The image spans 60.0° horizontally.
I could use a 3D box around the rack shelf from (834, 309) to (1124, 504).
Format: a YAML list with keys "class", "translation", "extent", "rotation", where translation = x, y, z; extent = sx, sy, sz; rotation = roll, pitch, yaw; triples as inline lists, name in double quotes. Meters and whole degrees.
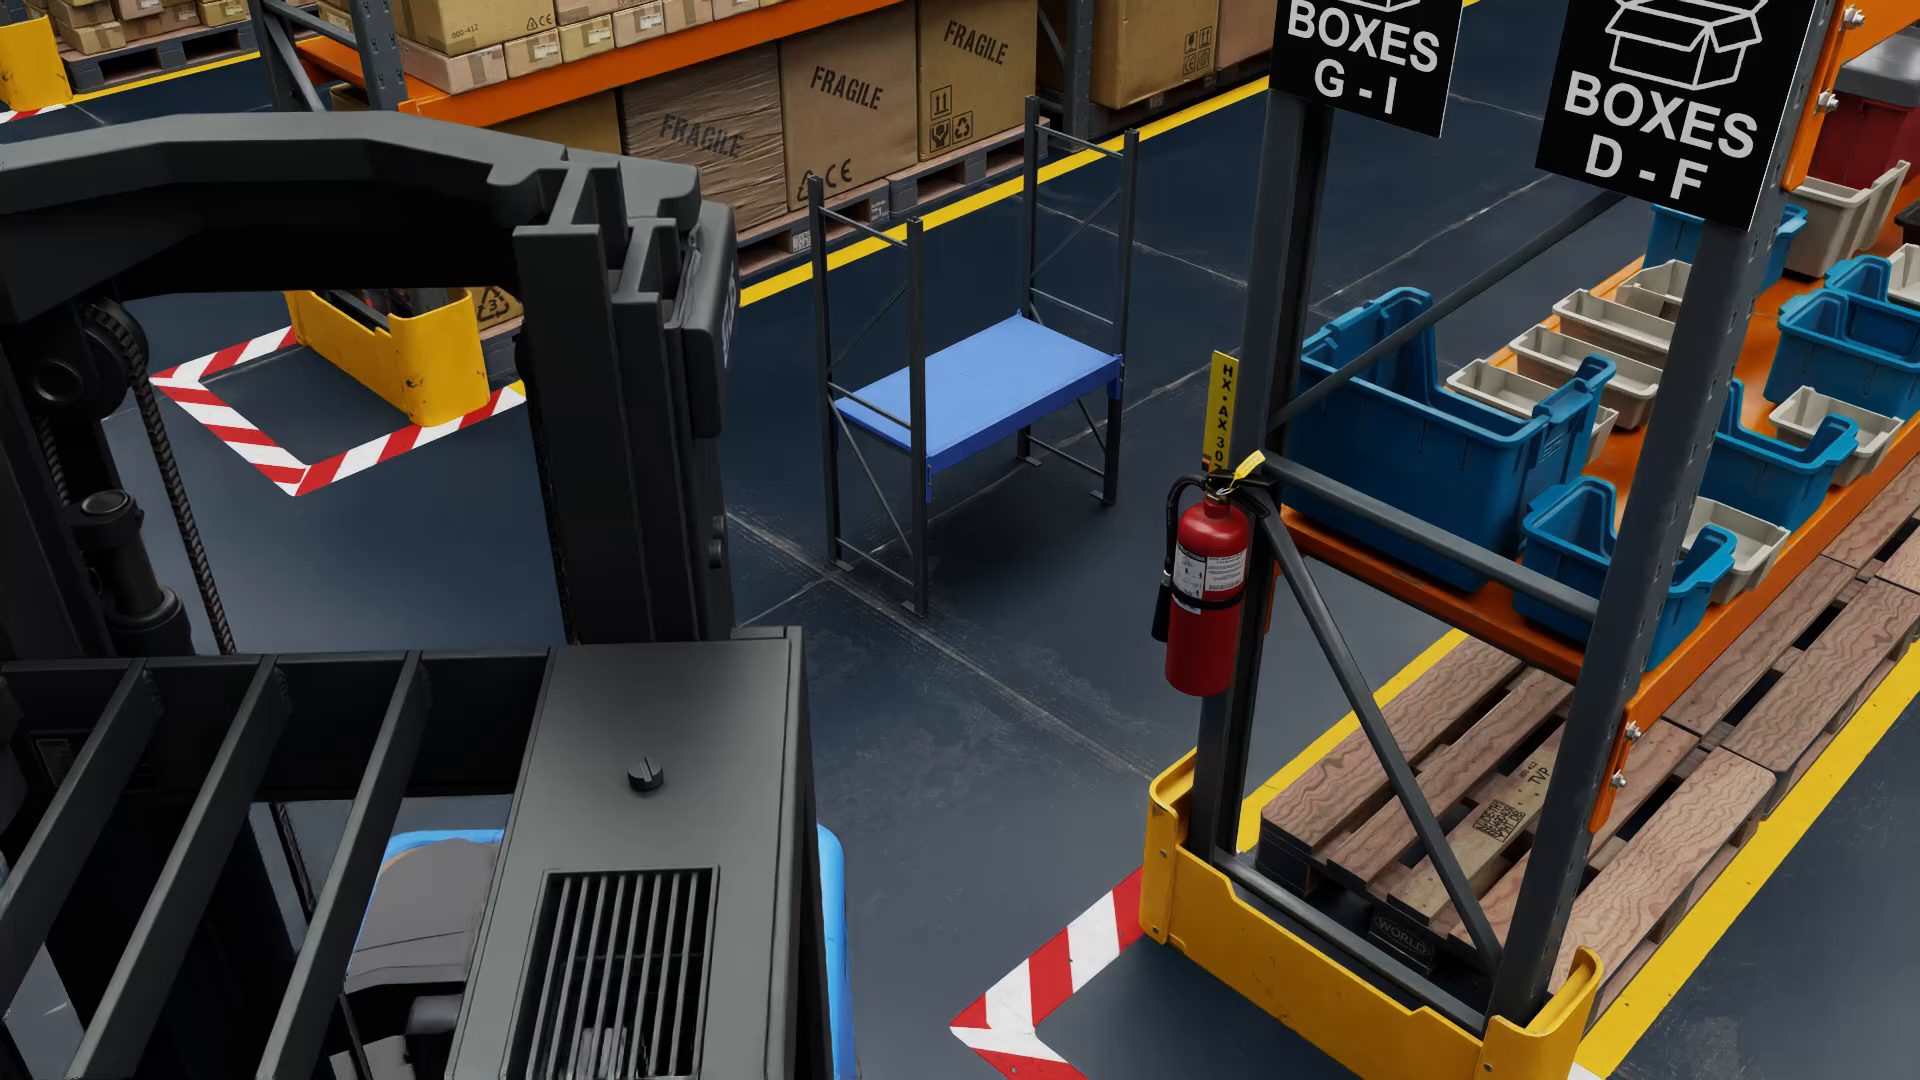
- class: "rack shelf"
  translation: [0.060, -0.502, 5.974]
  extent: [0.538, 0.185, 1.000]
  rotation: [30, 45, 35]

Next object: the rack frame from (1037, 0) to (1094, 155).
- class: "rack frame"
  translation: [0.324, -3.621, 8.820]
  extent: [1.000, 3.000, 0.127]
  rotation: [30, 45, 35]

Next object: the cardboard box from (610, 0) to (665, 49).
- class: "cardboard box"
  translation: [-1.467, -2.221, 7.032]
  extent: [0.380, 0.149, 0.250]
  rotation: [29, 44, 35]

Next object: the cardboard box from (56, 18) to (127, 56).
- class: "cardboard box"
  translation: [-5.347, -3.124, 10.233]
  extent: [0.250, 0.149, 0.380]
  rotation: [-29, 44, -35]

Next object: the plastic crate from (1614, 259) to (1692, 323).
- class: "plastic crate"
  translation: [2.055, -0.684, 4.787]
  extent: [0.298, 0.136, 0.250]
  rotation: [30, 45, 35]

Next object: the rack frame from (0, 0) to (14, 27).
- class: "rack frame"
  translation: [-5.943, -4.038, 9.417]
  extent: [1.000, 3.000, 0.127]
  rotation: [30, 45, 35]

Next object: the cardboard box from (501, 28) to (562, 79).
- class: "cardboard box"
  translation: [-1.830, -2.010, 6.730]
  extent: [0.380, 0.149, 0.250]
  rotation: [29, 44, 35]

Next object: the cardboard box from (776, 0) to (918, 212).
- class: "cardboard box"
  translation: [-0.832, -2.321, 8.446]
  extent: [0.875, 0.875, 0.875]
  rotation: [30, 45, 35]

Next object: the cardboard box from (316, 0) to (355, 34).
- class: "cardboard box"
  translation: [-2.477, -2.172, 6.961]
  extent: [0.250, 0.149, 0.380]
  rotation: [-29, 44, -35]

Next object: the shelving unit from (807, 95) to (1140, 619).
- class: "shelving unit"
  translation: [0.060, -0.650, 5.871]
  extent: [0.538, 1.500, 1.048]
  rotation: [30, 45, 35]

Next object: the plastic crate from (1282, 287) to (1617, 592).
- class: "plastic crate"
  translation: [1.124, -0.252, 3.905]
  extent: [0.616, 0.435, 0.499]
  rotation: [30, 45, 35]

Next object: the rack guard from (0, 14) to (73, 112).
- class: "rack guard"
  translation: [-5.890, -3.043, 10.176]
  extent: [1.175, 0.500, 0.348]
  rotation: [30, 45, 35]

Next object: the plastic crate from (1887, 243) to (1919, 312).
- class: "plastic crate"
  translation: [2.825, -0.713, 4.829]
  extent: [0.293, 0.136, 0.466]
  rotation: [30, 45, 35]

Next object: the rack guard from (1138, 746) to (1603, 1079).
- class: "rack guard"
  translation: [1.013, 1.039, 4.323]
  extent: [1.175, 0.500, 0.348]
  rotation: [30, 45, 35]

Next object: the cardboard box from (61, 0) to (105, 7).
- class: "cardboard box"
  translation: [-5.333, -3.360, 10.051]
  extent: [0.380, 0.149, 0.250]
  rotation: [27, 43, 33]

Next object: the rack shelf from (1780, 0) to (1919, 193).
- class: "rack shelf"
  translation: [2.429, -1.748, 4.142]
  extent: [1.077, 0.370, 4.000]
  rotation: [30, 45, 35]

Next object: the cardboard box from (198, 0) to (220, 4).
- class: "cardboard box"
  translation: [-4.791, -3.556, 10.591]
  extent: [0.250, 0.149, 0.380]
  rotation: [-28, 44, -34]

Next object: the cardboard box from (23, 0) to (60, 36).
- class: "cardboard box"
  translation: [-5.720, -3.338, 10.539]
  extent: [0.250, 0.149, 0.380]
  rotation: [-29, 44, -35]

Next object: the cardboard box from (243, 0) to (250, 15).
- class: "cardboard box"
  translation: [-4.680, -3.569, 10.870]
  extent: [0.380, 0.149, 0.250]
  rotation: [30, 45, 35]

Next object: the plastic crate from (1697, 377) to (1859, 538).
- class: "plastic crate"
  translation: [1.892, -0.192, 3.997]
  extent: [0.416, 0.233, 0.300]
  rotation: [30, 45, 35]

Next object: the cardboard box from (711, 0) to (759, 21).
- class: "cardboard box"
  translation: [-1.106, -2.428, 7.330]
  extent: [0.380, 0.149, 0.250]
  rotation: [29, 44, 35]

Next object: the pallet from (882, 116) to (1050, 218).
- class: "pallet"
  translation: [-0.268, -2.200, 9.221]
  extent: [1.003, 0.211, 1.213]
  rotation: [30, 45, 35]

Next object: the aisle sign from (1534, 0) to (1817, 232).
- class: "aisle sign"
  translation: [1.180, -0.919, 2.672]
  extent: [0.394, 0.787, 0.004]
  rotation: [30, 45, 35]

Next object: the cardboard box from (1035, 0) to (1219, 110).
- class: "cardboard box"
  translation: [0.760, -3.190, 9.692]
  extent: [1.225, 0.875, 0.875]
  rotation: [30, 45, 35]

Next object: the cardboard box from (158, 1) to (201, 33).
- class: "cardboard box"
  translation: [-5.050, -3.367, 10.581]
  extent: [0.250, 0.149, 0.380]
  rotation: [-29, 44, -35]

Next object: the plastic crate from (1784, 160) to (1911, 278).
- class: "plastic crate"
  translation: [2.632, -1.055, 5.192]
  extent: [0.437, 0.282, 0.530]
  rotation: [30, 45, 35]

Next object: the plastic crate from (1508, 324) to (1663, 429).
- class: "plastic crate"
  translation: [1.681, -0.434, 4.428]
  extent: [0.396, 0.136, 0.243]
  rotation: [30, 45, 35]

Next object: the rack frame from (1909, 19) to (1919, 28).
- class: "rack frame"
  translation: [3.839, -1.625, 5.958]
  extent: [1.000, 3.000, 0.127]
  rotation: [30, 45, 35]

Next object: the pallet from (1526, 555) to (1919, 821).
- class: "pallet"
  translation: [2.488, 0.330, 5.592]
  extent: [1.003, 0.211, 1.213]
  rotation: [30, 45, 35]

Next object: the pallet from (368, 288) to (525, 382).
- class: "pallet"
  translation: [-1.987, -1.210, 7.800]
  extent: [1.003, 0.211, 1.213]
  rotation: [30, 45, 35]

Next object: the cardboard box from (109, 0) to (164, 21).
- class: "cardboard box"
  translation: [-5.159, -3.360, 10.311]
  extent: [0.380, 0.149, 0.250]
  rotation: [29, 44, 35]

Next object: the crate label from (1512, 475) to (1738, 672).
- class: "crate label"
  translation: [1.428, 0.075, 3.614]
  extent: [0.416, 0.233, 0.303]
  rotation: [30, 45, 35]

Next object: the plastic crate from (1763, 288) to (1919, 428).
- class: "plastic crate"
  translation: [2.356, -0.459, 4.380]
  extent: [0.416, 0.233, 0.300]
  rotation: [30, 45, 35]

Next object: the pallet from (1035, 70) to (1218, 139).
- class: "pallet"
  translation: [0.814, -2.821, 10.111]
  extent: [1.003, 0.211, 1.213]
  rotation: [30, 45, 35]

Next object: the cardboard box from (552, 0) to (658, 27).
- class: "cardboard box"
  translation: [-1.603, -2.358, 6.880]
  extent: [0.500, 0.250, 0.500]
  rotation: [29, 44, 35]

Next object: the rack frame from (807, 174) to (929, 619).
- class: "rack frame"
  translation: [-0.298, -0.443, 5.575]
  extent: [0.500, 1.500, 0.032]
  rotation: [30, 45, 35]

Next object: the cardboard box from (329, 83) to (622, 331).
- class: "cardboard box"
  translation: [-2.100, -1.590, 7.398]
  extent: [0.875, 0.875, 0.875]
  rotation: [30, 45, 35]

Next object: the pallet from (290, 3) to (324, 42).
- class: "pallet"
  translation: [-4.433, -3.733, 11.418]
  extent: [1.003, 0.211, 1.213]
  rotation: [30, 45, 35]
